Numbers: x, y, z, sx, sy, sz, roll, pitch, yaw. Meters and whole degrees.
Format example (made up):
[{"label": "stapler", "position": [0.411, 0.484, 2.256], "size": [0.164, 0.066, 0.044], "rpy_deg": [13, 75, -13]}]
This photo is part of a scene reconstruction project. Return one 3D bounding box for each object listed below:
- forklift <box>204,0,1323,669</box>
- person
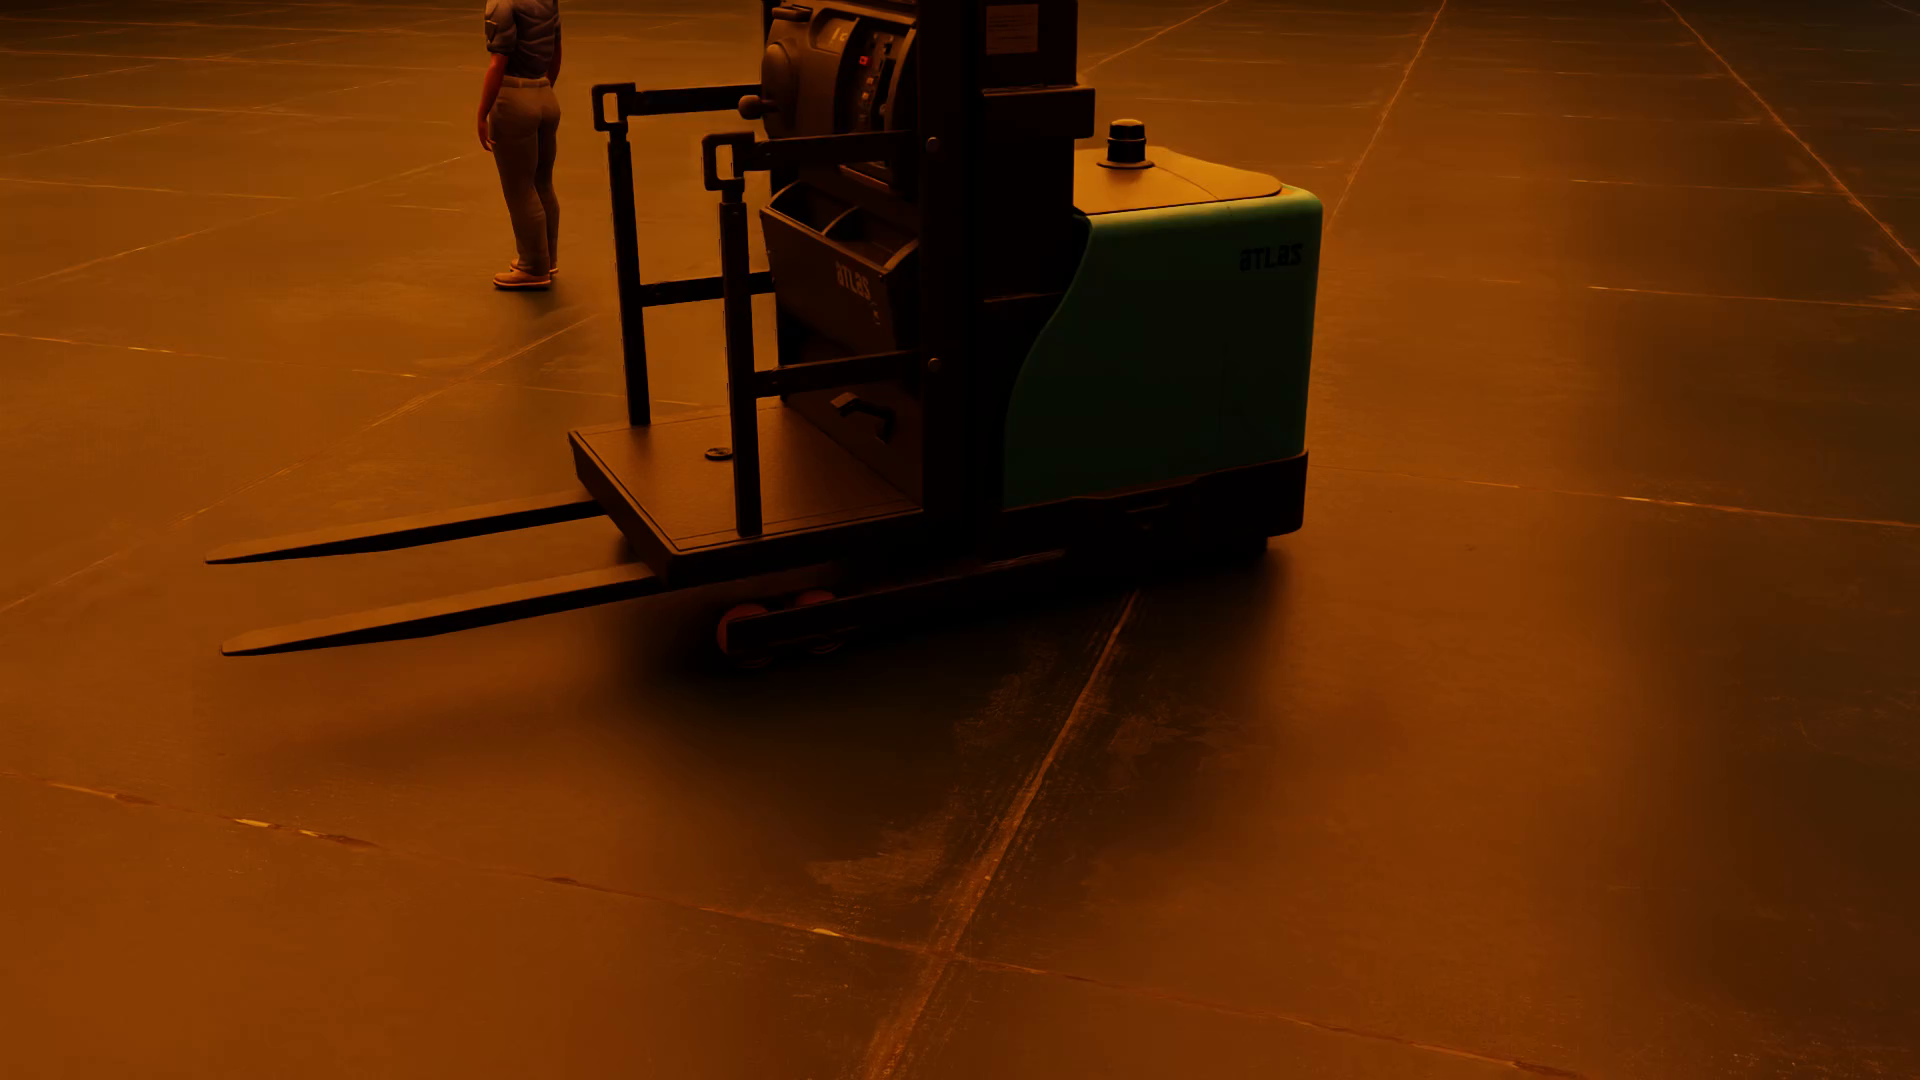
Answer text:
[{"label": "forklift", "position": [-0.513, -1.251, 4.309], "size": [3.031, 2.935, 1.130], "rpy_deg": [-11, 25, -24]}, {"label": "person", "position": [-2.115, -2.013, 7.810], "size": [0.504, 1.654, 0.570], "rpy_deg": [9, 24, 20]}]
